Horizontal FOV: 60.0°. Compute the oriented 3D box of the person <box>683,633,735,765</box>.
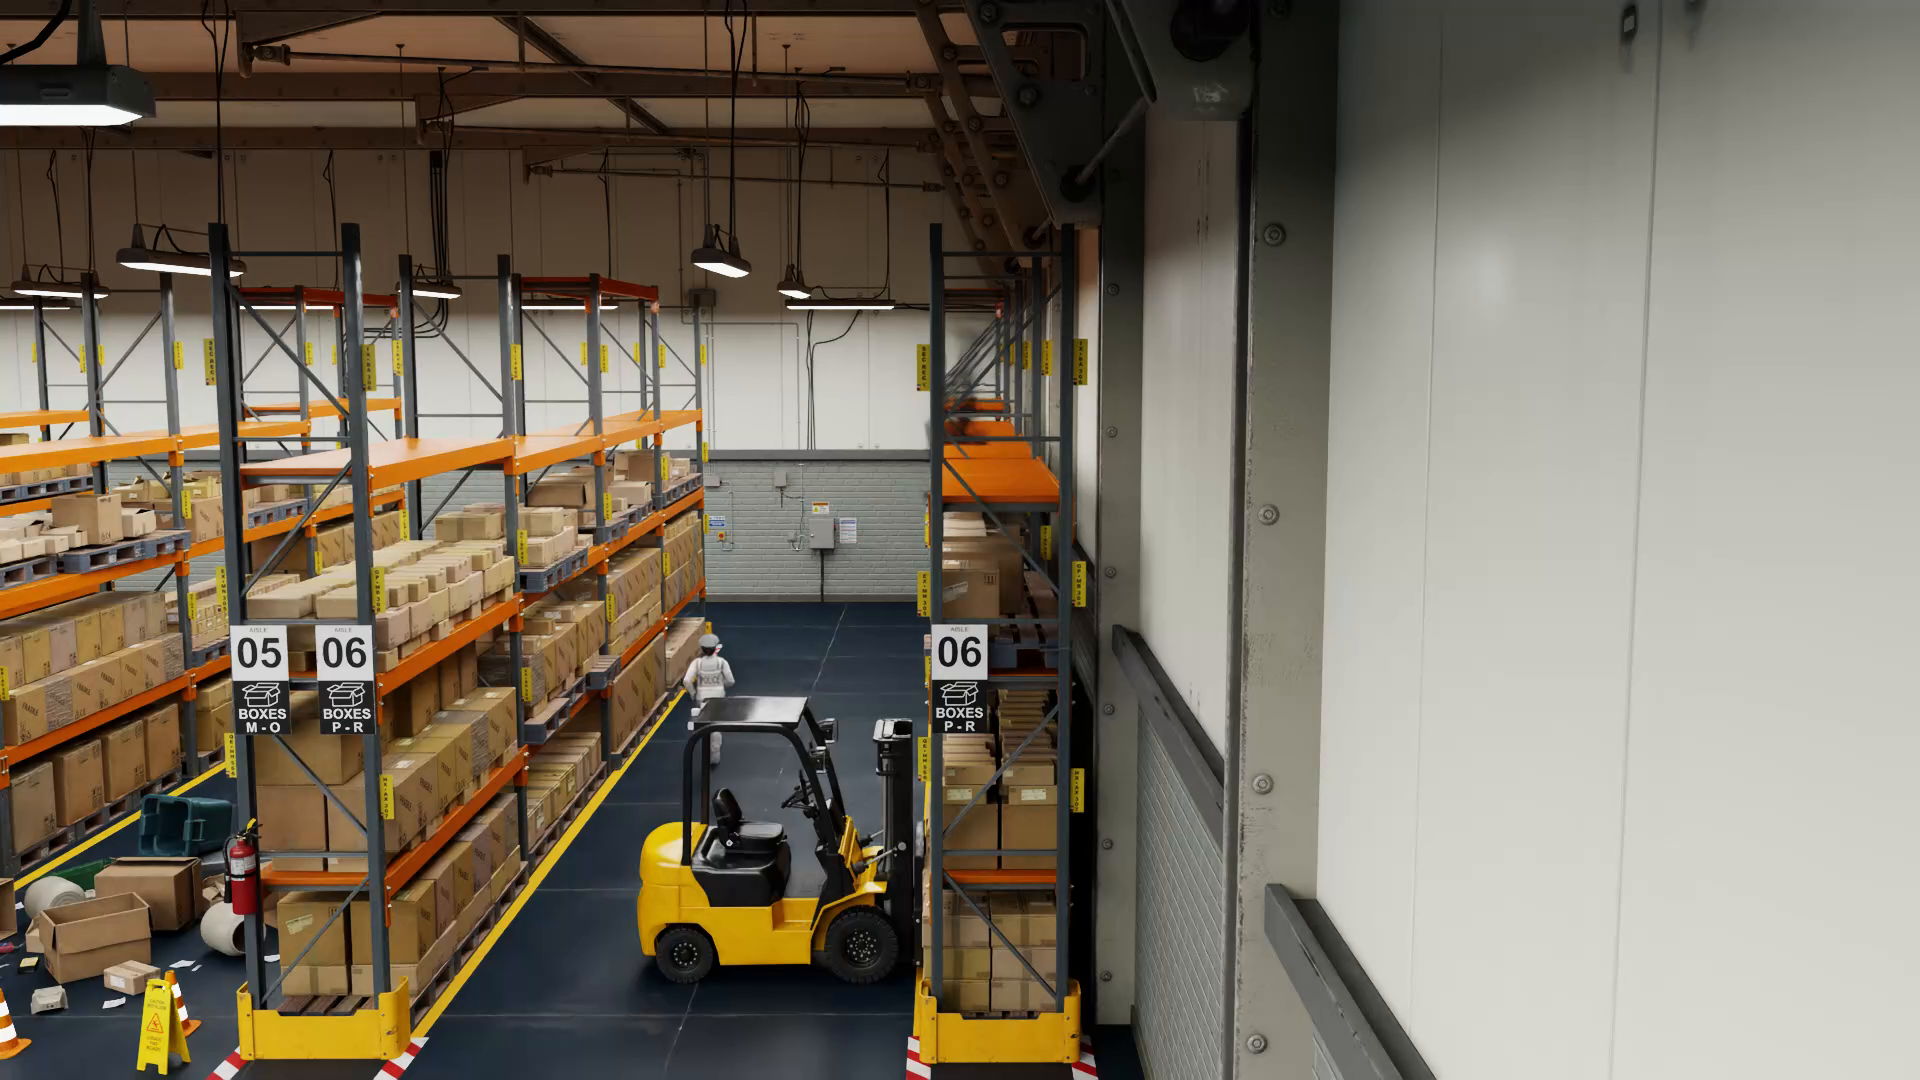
[{"bbox_3d":[-3.060,1.999,20.300,0.627,1.700,0.760,-1,7,-8],"label":"person"}]
